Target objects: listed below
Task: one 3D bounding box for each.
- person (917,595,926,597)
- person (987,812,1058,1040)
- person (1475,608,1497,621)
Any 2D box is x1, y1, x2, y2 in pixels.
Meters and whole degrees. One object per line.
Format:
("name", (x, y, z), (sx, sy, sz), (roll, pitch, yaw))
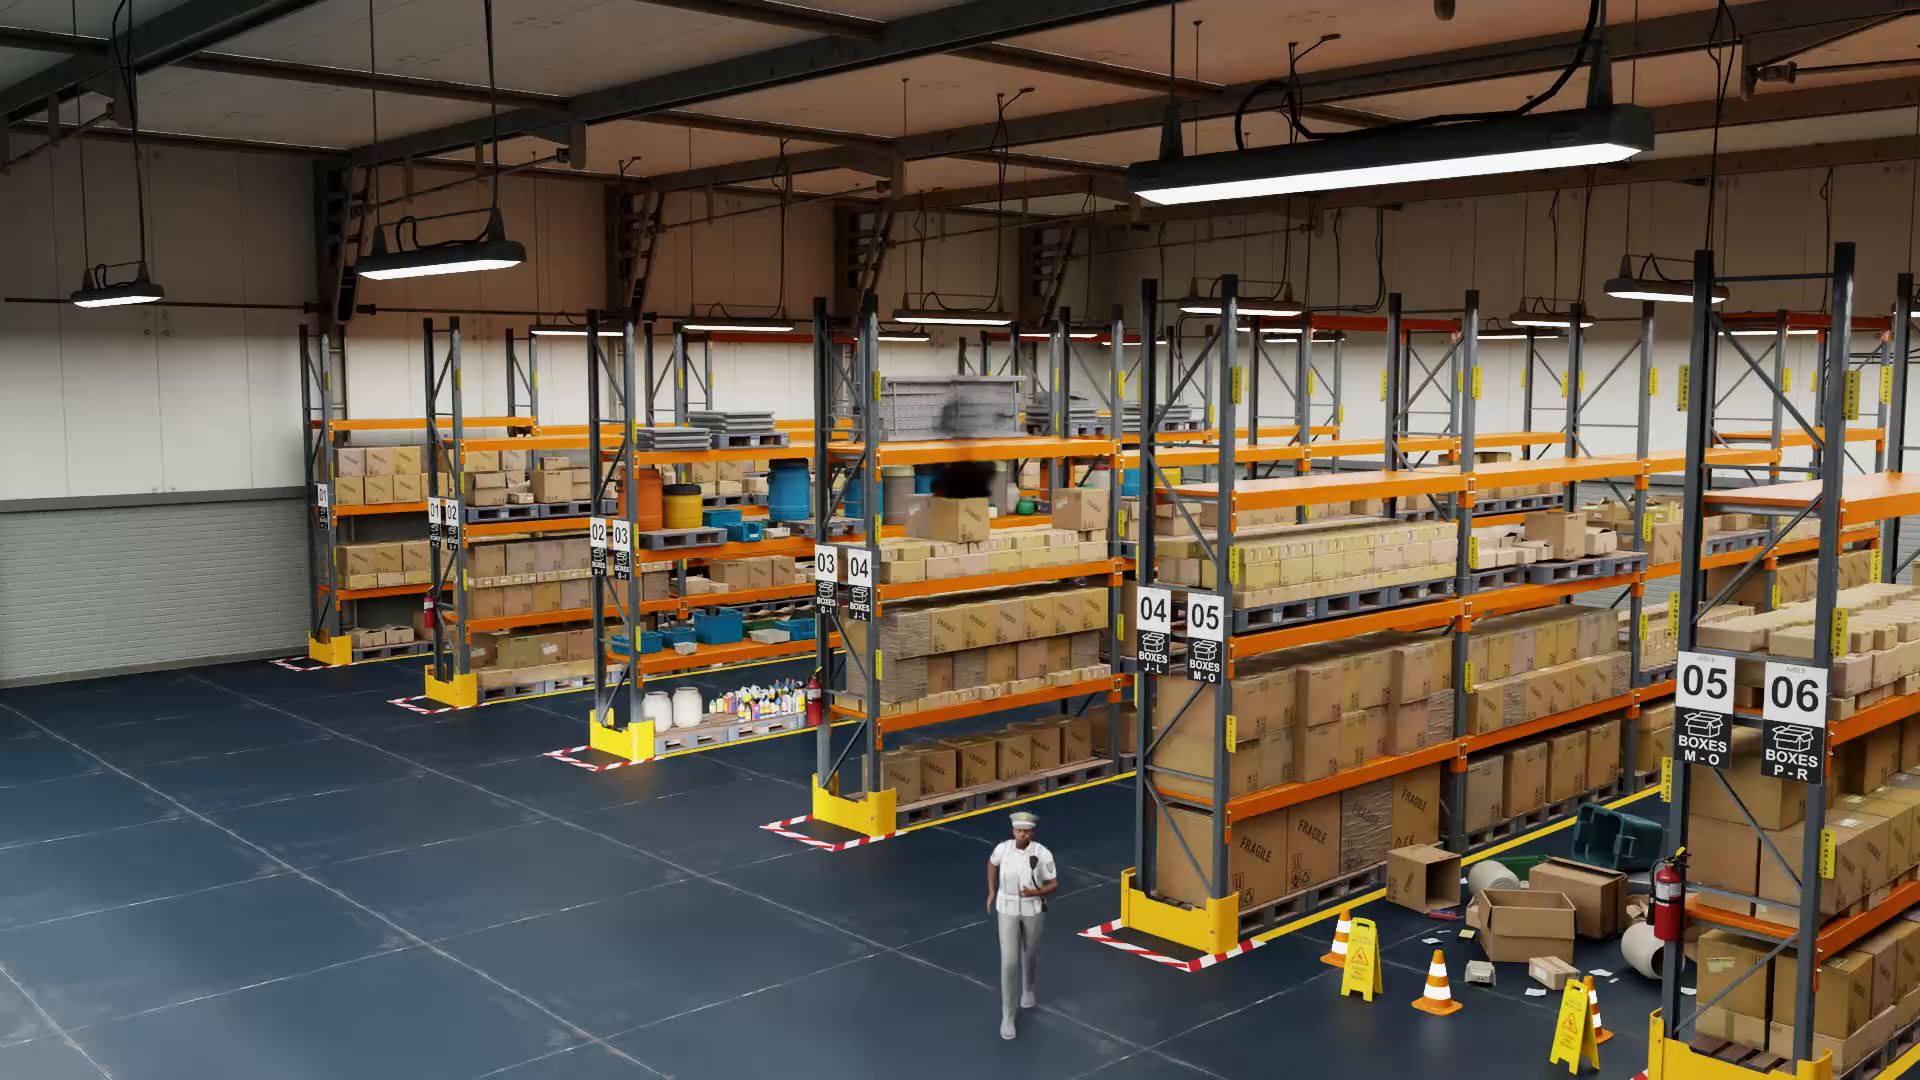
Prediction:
("person", (-0.908, 1.423, 28.365), (0.645, 1.782, 0.659), (-5, 8, -40))
("person", (0.492, 2.981, 13.195), (0.571, 1.730, 0.797), (0, 6, 4))
("person", (7.811, 1.780, 24.742), (0.673, 1.755, 0.944), (5, 8, 43))
